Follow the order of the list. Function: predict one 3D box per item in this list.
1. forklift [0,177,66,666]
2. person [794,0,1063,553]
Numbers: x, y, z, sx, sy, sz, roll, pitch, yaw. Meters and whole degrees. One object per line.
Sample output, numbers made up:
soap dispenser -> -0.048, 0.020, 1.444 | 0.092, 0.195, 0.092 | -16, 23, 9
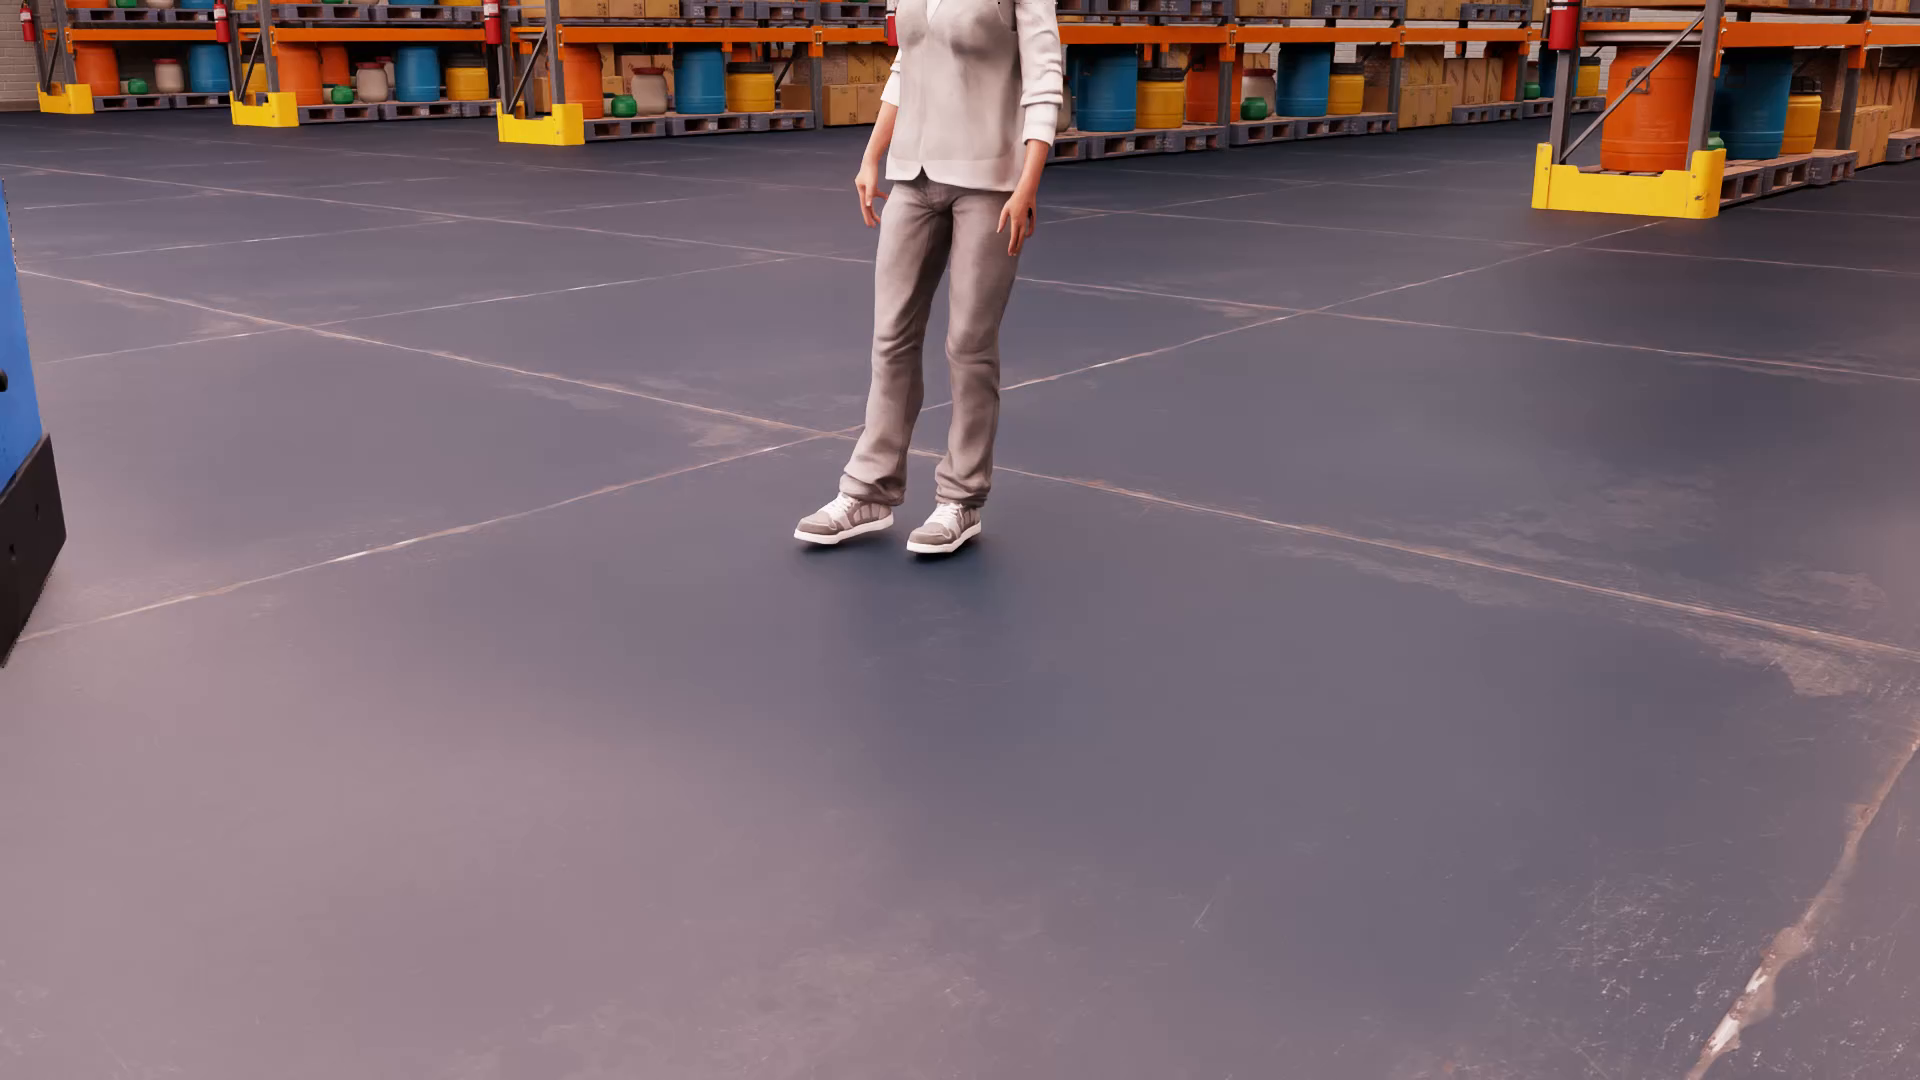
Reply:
forklift -> -3.268, -1.070, 2.421 | 3.031, 2.935, 1.130 | -6, 18, -19
person -> -0.058, -0.757, 3.661 | 0.521, 1.599, 0.473 | 13, 21, 37
